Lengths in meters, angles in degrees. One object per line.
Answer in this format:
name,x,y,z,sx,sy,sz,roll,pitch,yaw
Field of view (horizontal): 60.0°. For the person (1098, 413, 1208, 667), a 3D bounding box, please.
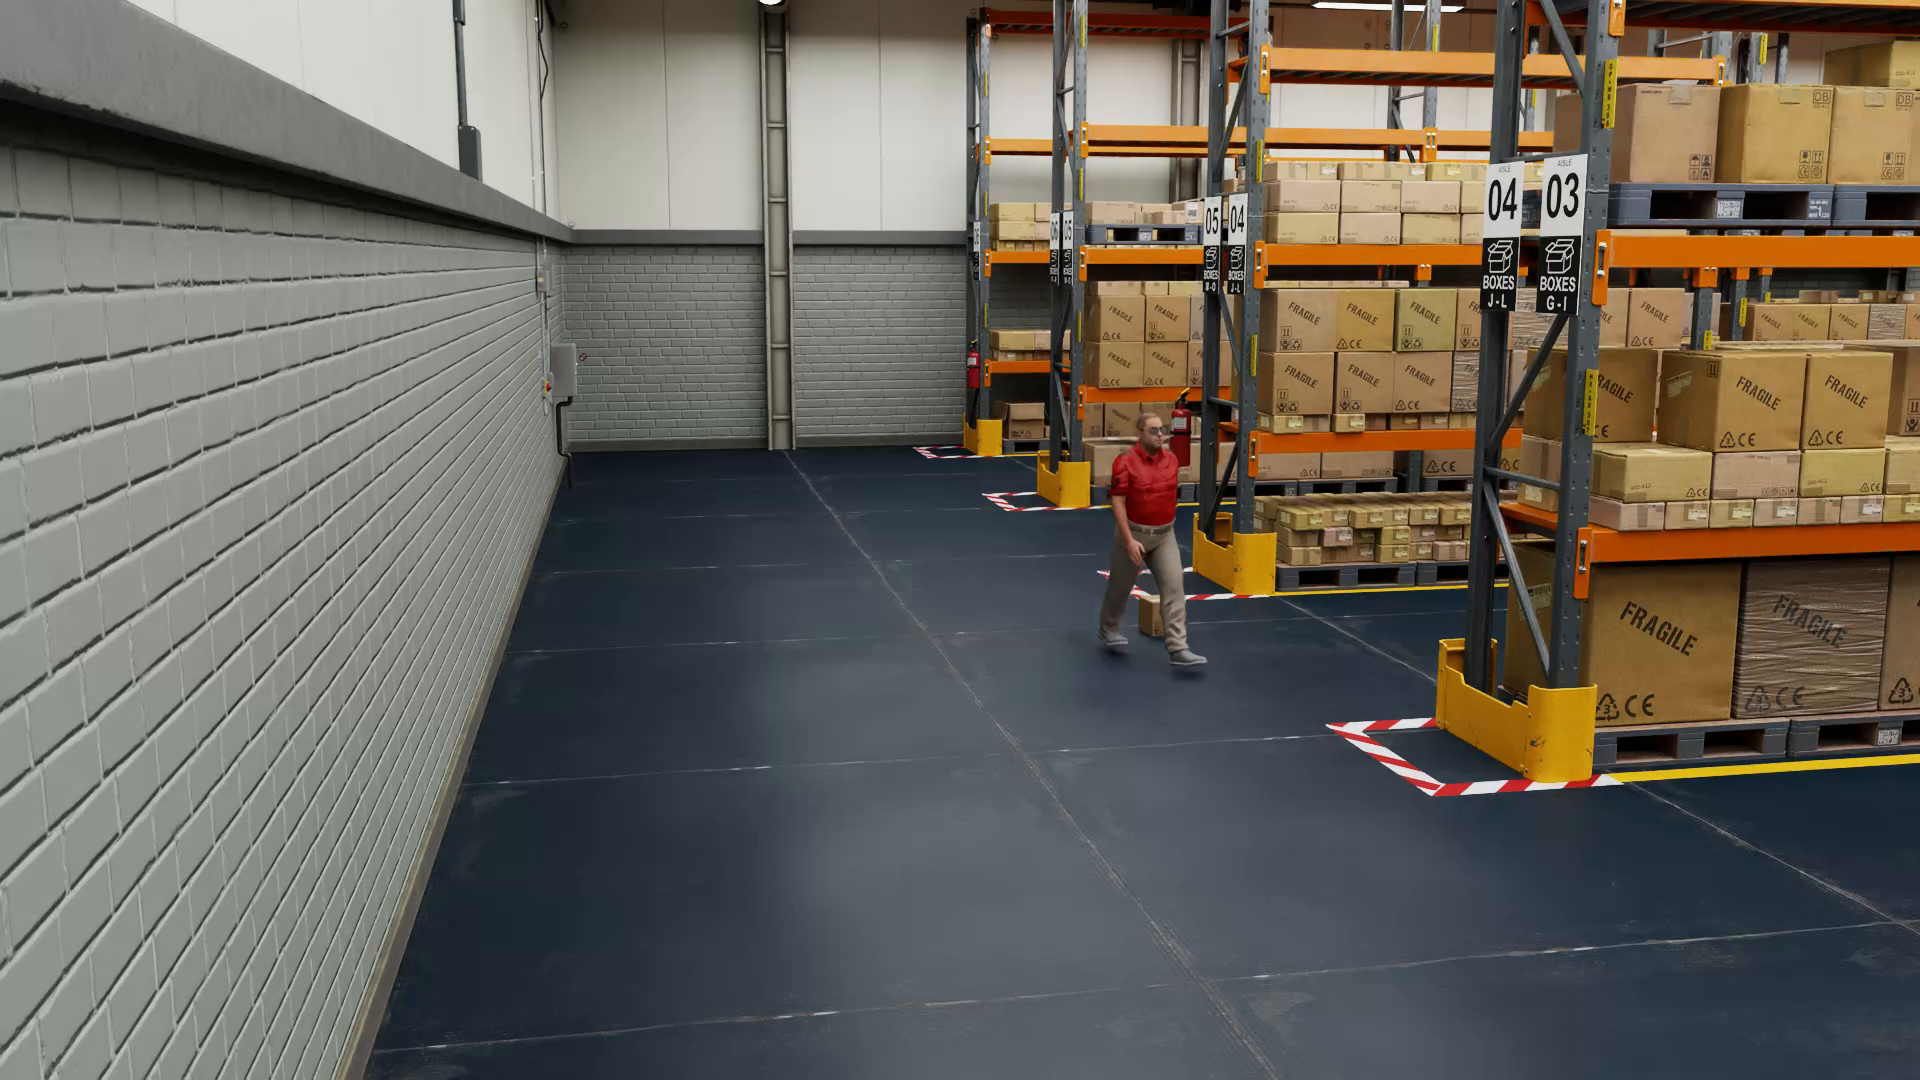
person,1.246,-0.019,11.069,0.534,1.659,1.088,-4,10,-21
